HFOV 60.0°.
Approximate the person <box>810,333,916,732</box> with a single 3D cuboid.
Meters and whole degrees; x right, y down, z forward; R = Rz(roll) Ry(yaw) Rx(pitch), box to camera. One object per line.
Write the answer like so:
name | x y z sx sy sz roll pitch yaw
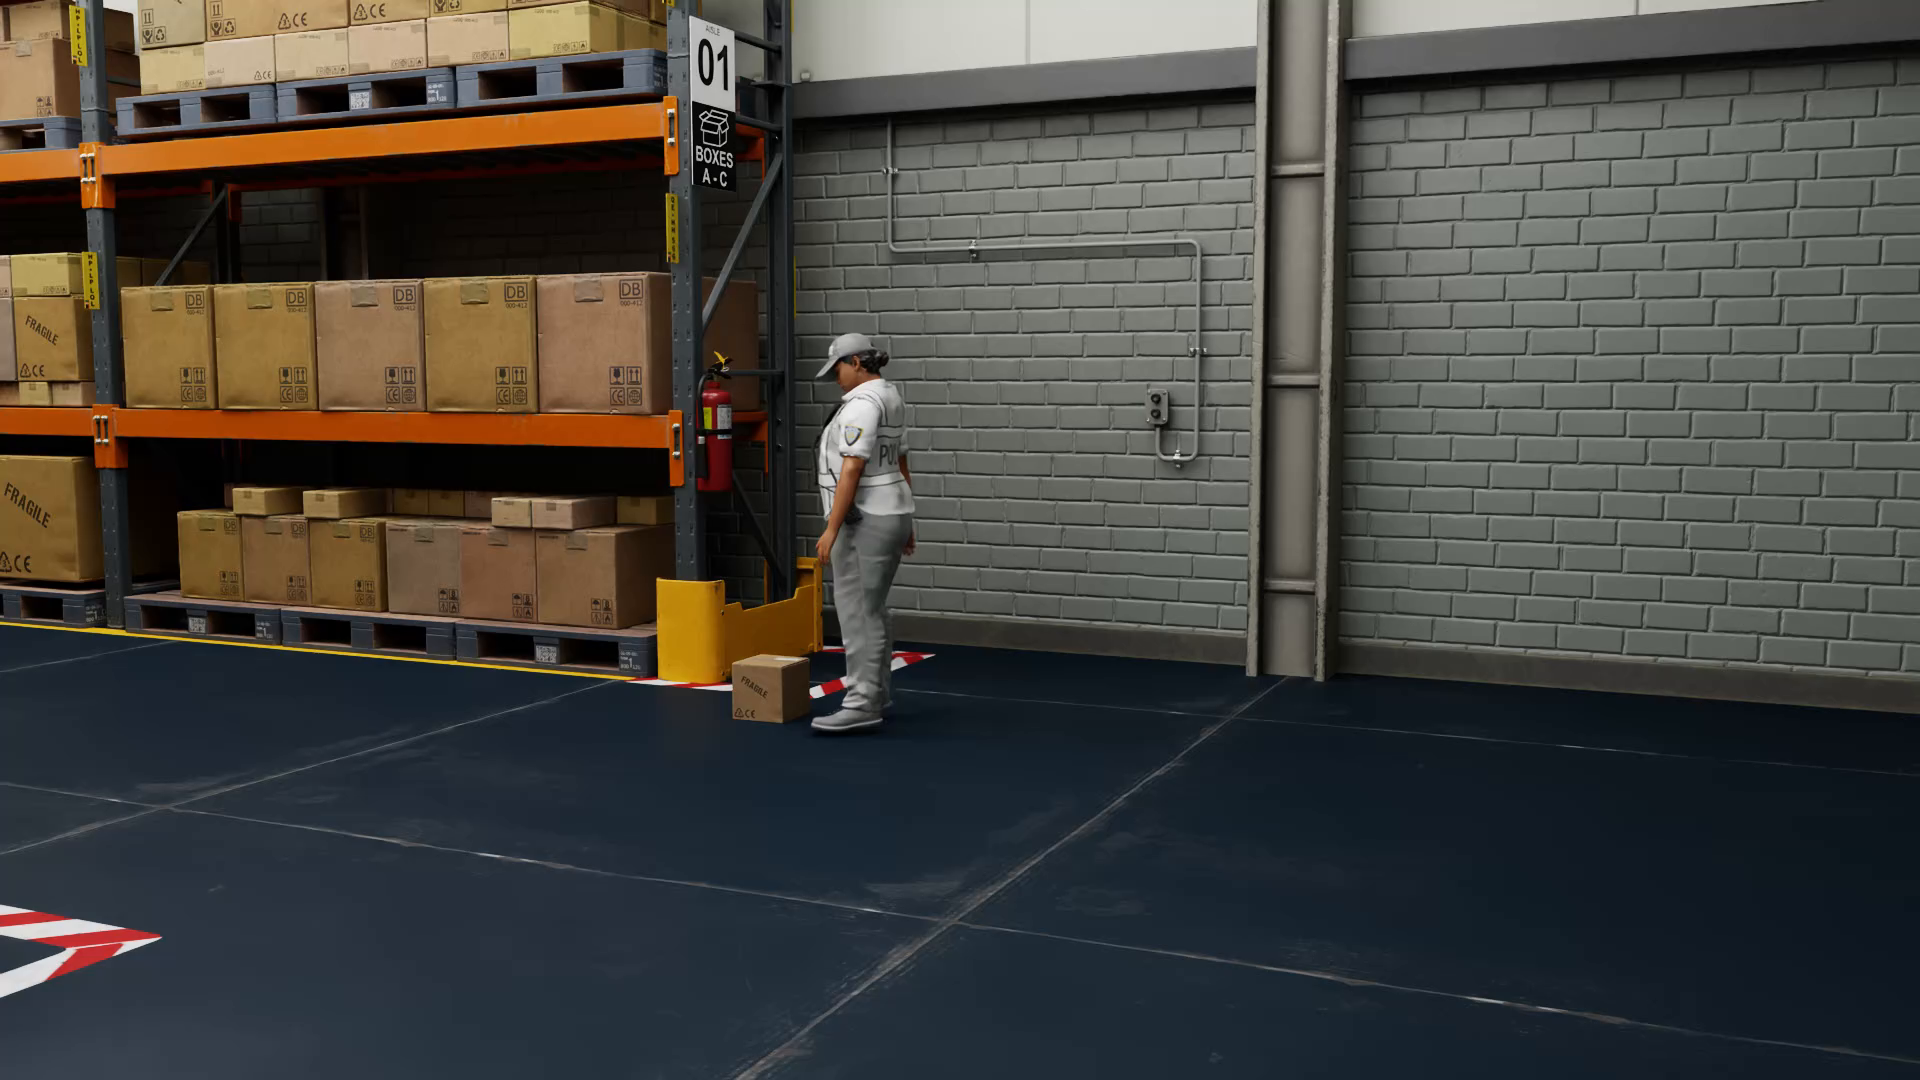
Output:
person | -0.411 -0.021 7.029 0.408 1.697 0.587 1 6 12
